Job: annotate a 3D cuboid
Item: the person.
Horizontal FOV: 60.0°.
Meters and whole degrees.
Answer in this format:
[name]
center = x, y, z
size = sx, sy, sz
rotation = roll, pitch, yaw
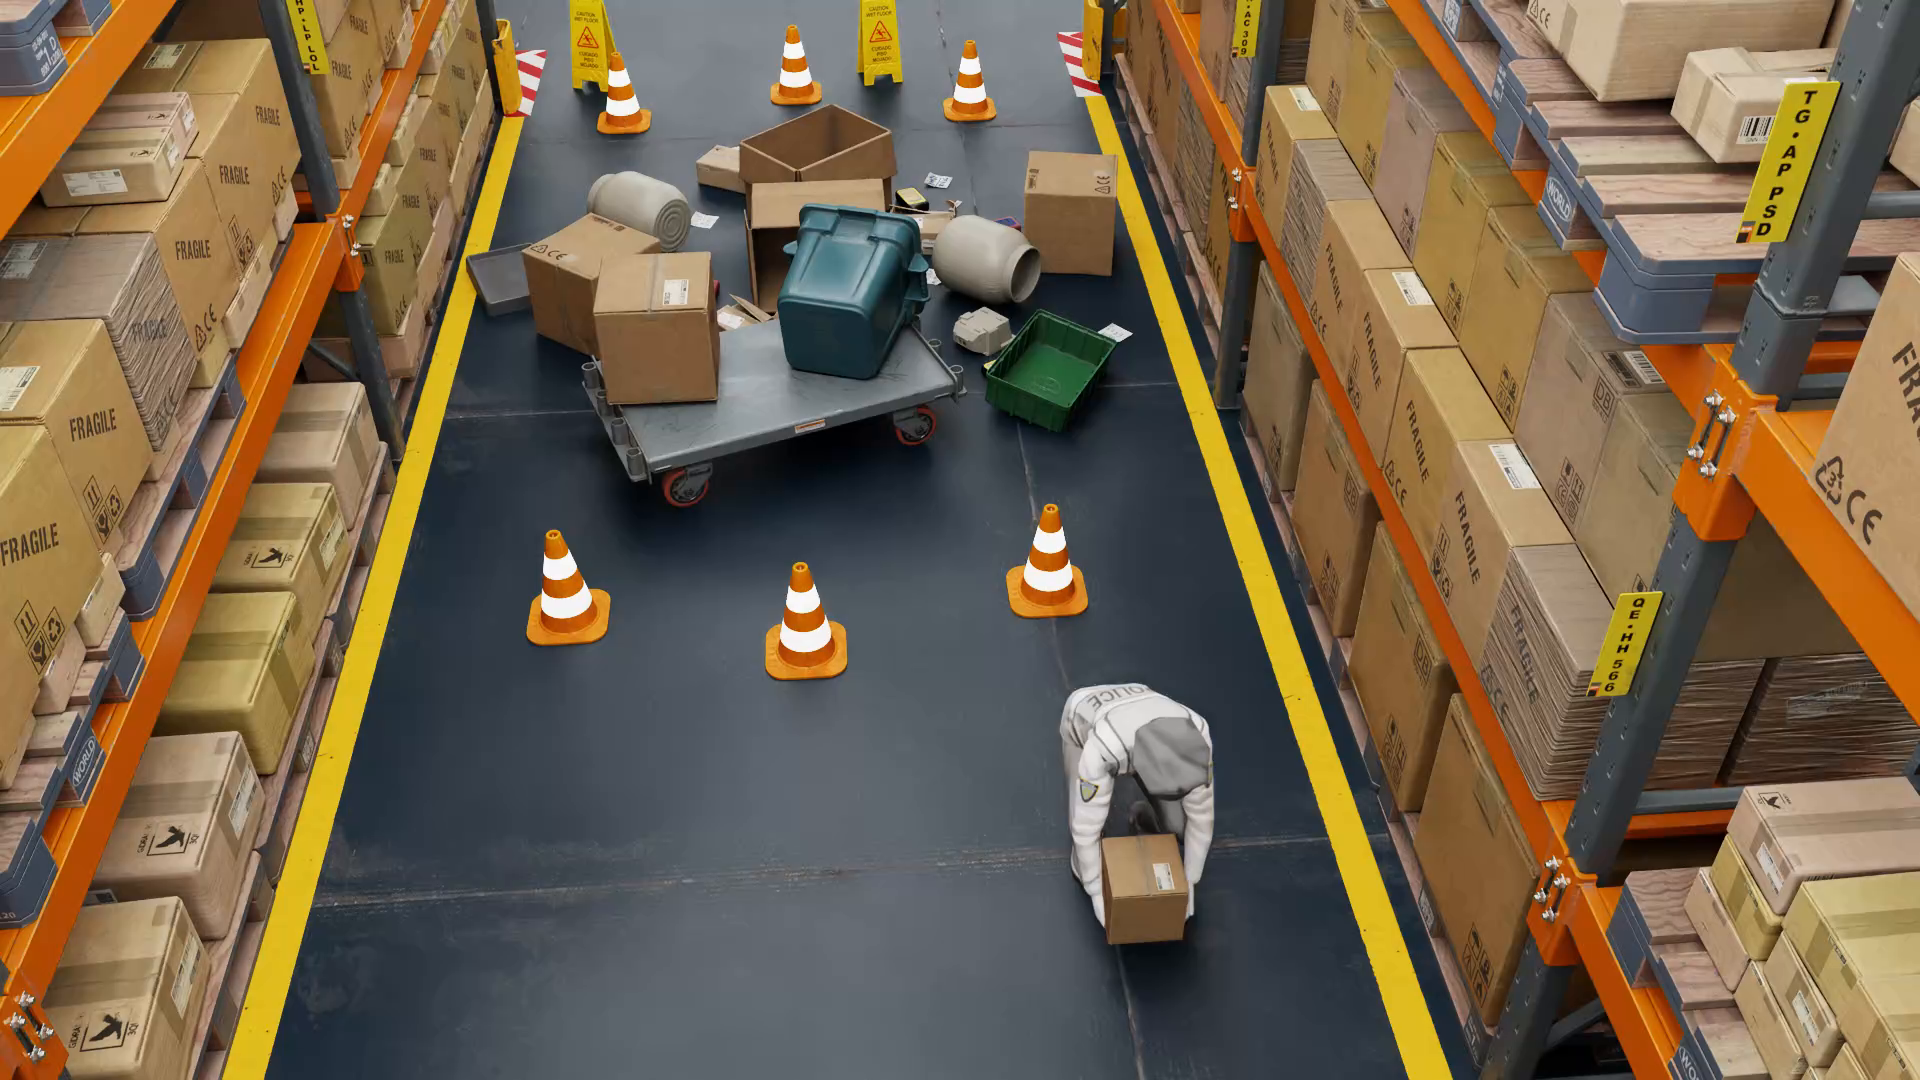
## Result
[person]
center = 0.599, 0.817, 5.709
size = 0.488, 0.975, 0.820
rotation = -4, 39, -4
